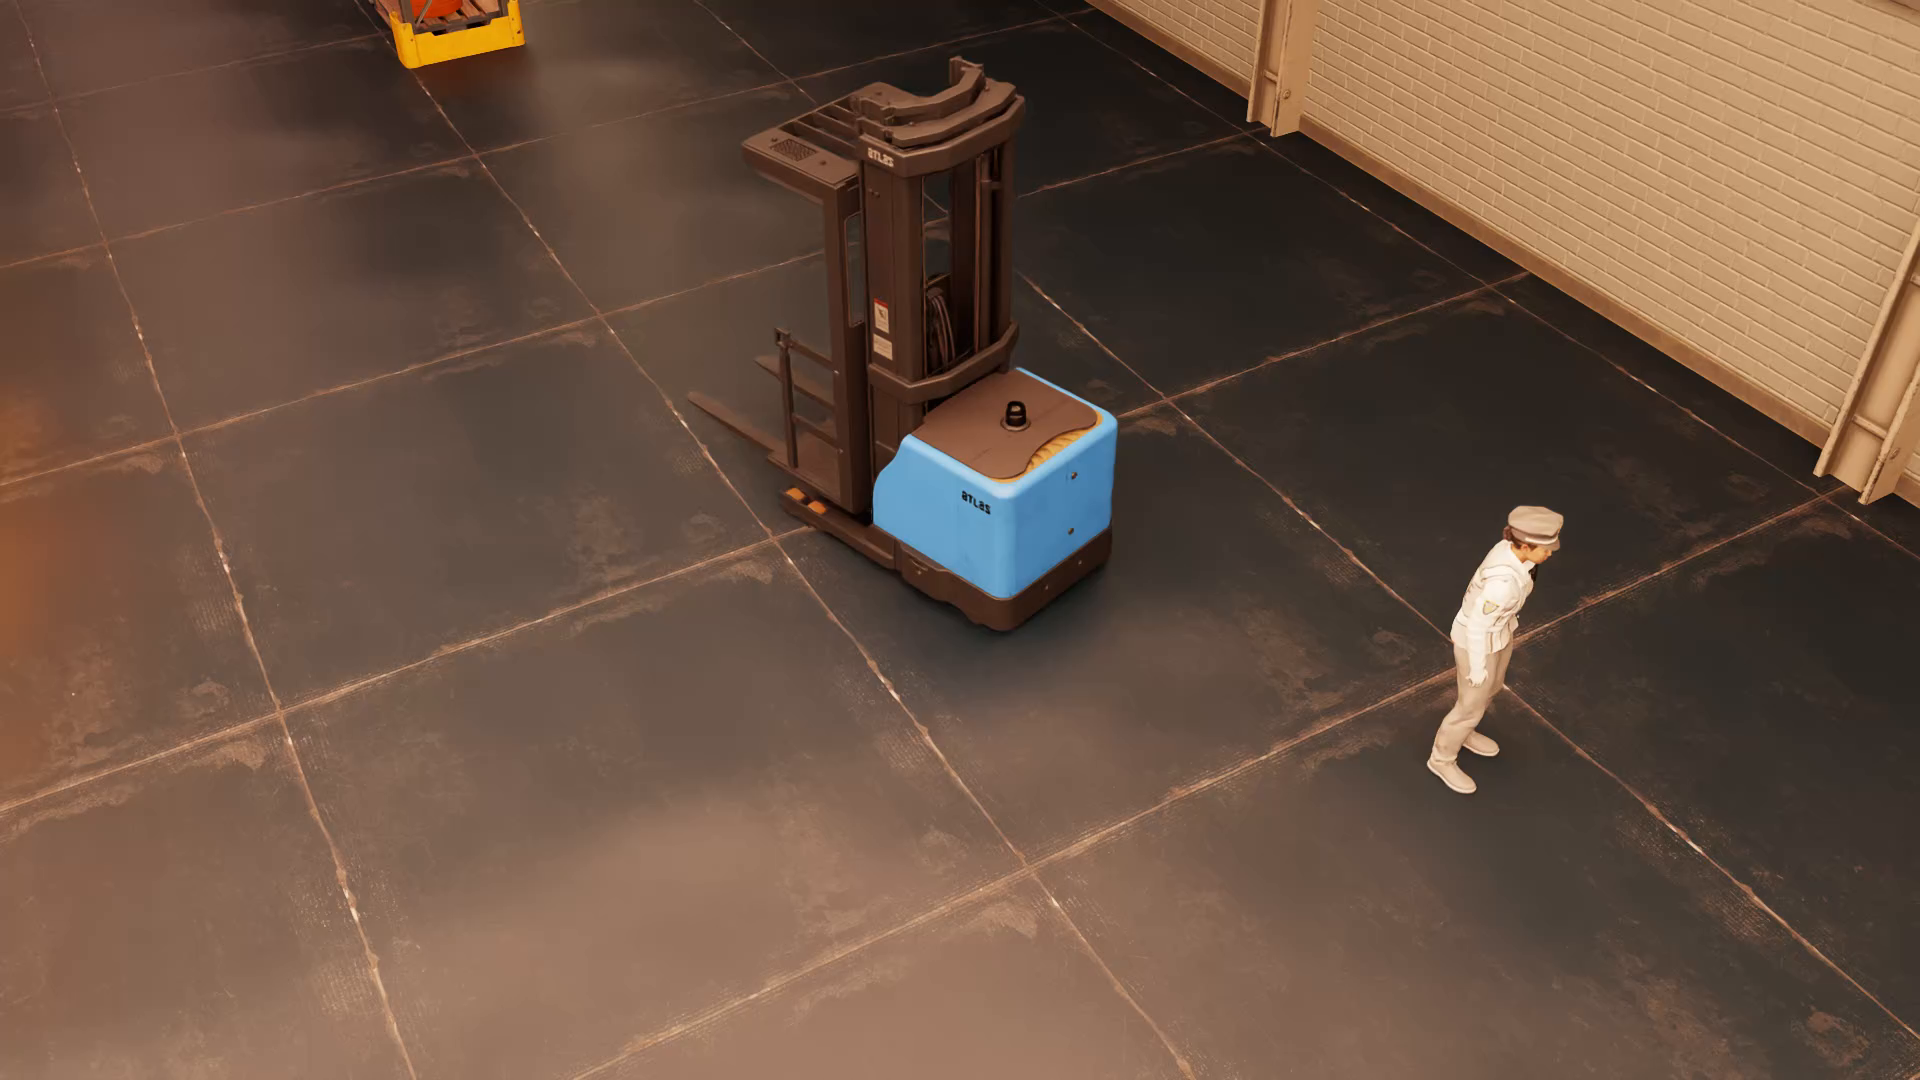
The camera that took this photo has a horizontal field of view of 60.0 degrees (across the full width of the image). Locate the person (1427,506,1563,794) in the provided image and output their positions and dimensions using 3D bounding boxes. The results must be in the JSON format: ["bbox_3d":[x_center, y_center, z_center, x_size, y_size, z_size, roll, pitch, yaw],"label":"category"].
[{"bbox_3d":[2.680,0.516,8.410,0.376,1.662,0.528,23,45,25],"label":"person"}]

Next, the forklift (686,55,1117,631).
[{"bbox_3d":[-0.504,-1.423,9.751,3.031,2.935,1.130,31,49,32],"label":"forklift"}]
